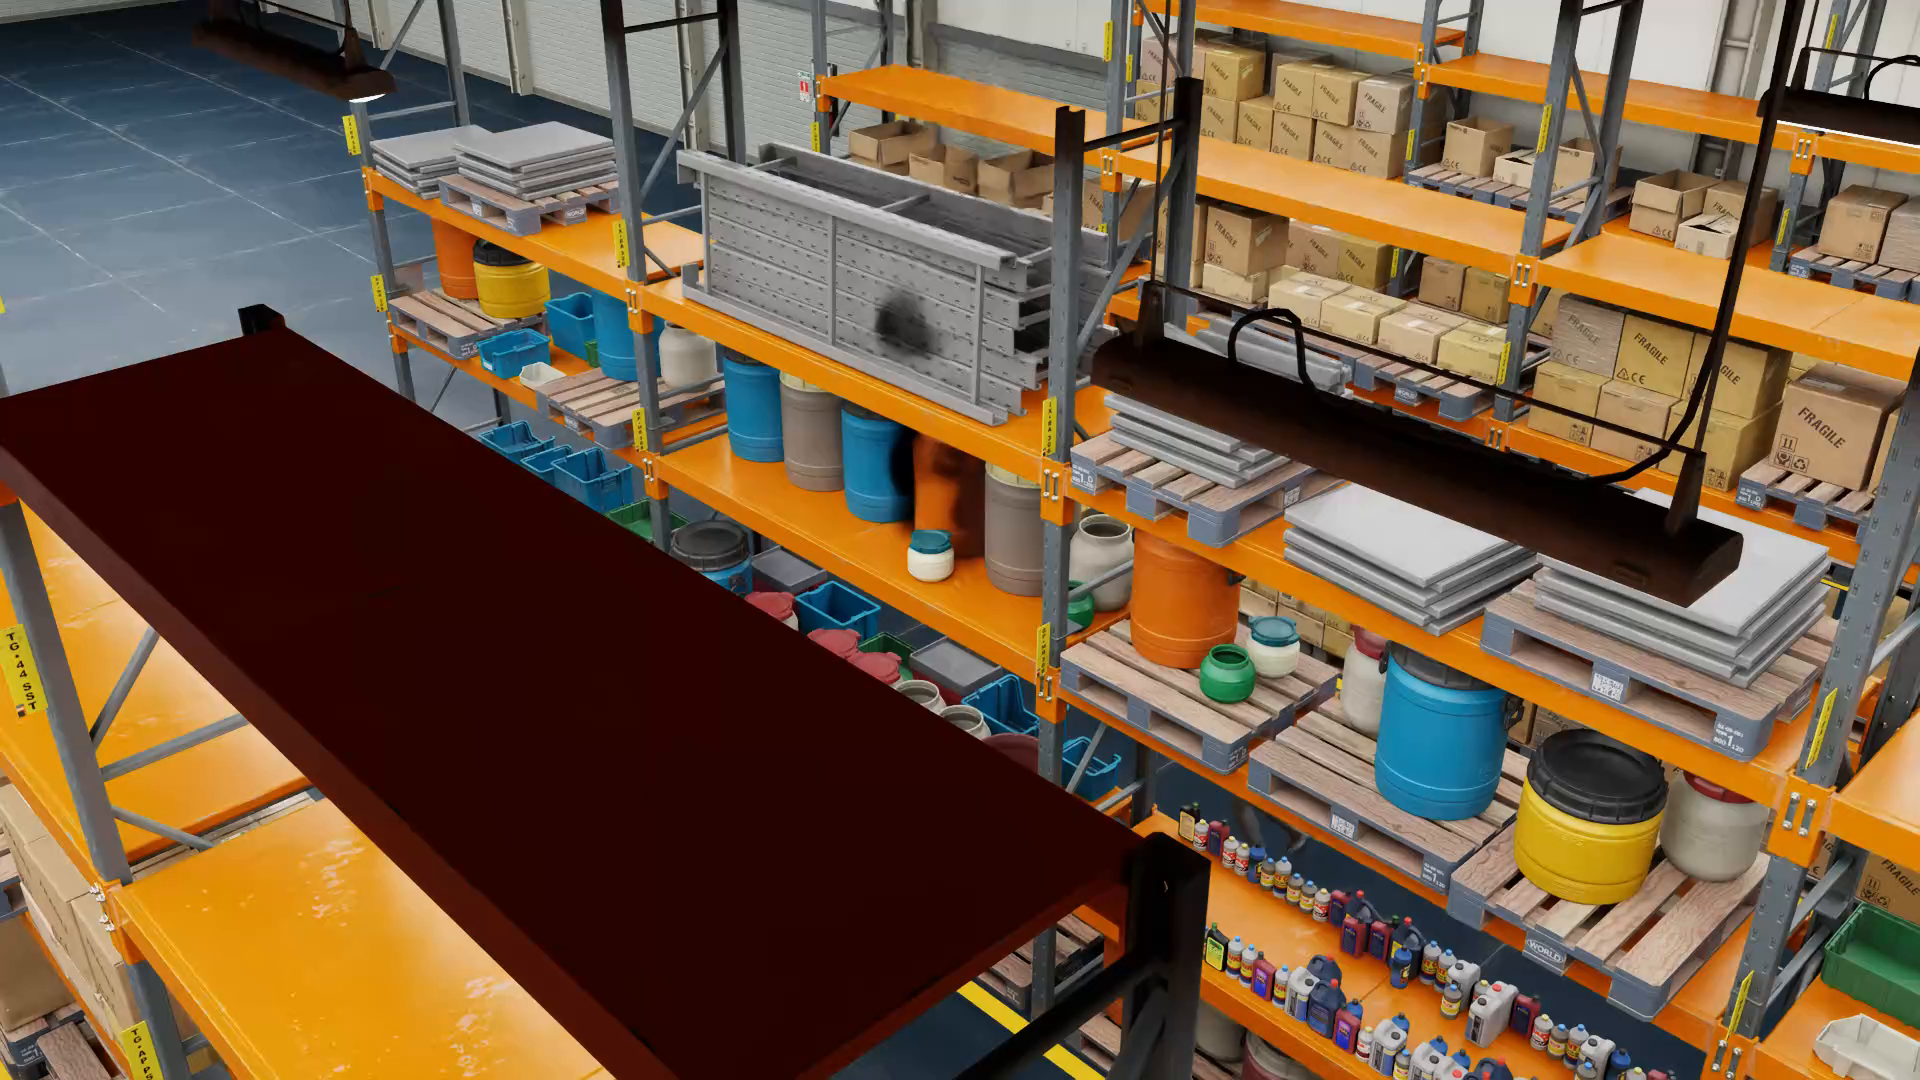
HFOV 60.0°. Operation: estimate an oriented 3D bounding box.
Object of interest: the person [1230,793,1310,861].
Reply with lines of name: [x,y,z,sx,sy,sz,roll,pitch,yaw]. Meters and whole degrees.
person: [2.174,1.603,11.548,0.582,1.655,0.584,-24,36,-37]
